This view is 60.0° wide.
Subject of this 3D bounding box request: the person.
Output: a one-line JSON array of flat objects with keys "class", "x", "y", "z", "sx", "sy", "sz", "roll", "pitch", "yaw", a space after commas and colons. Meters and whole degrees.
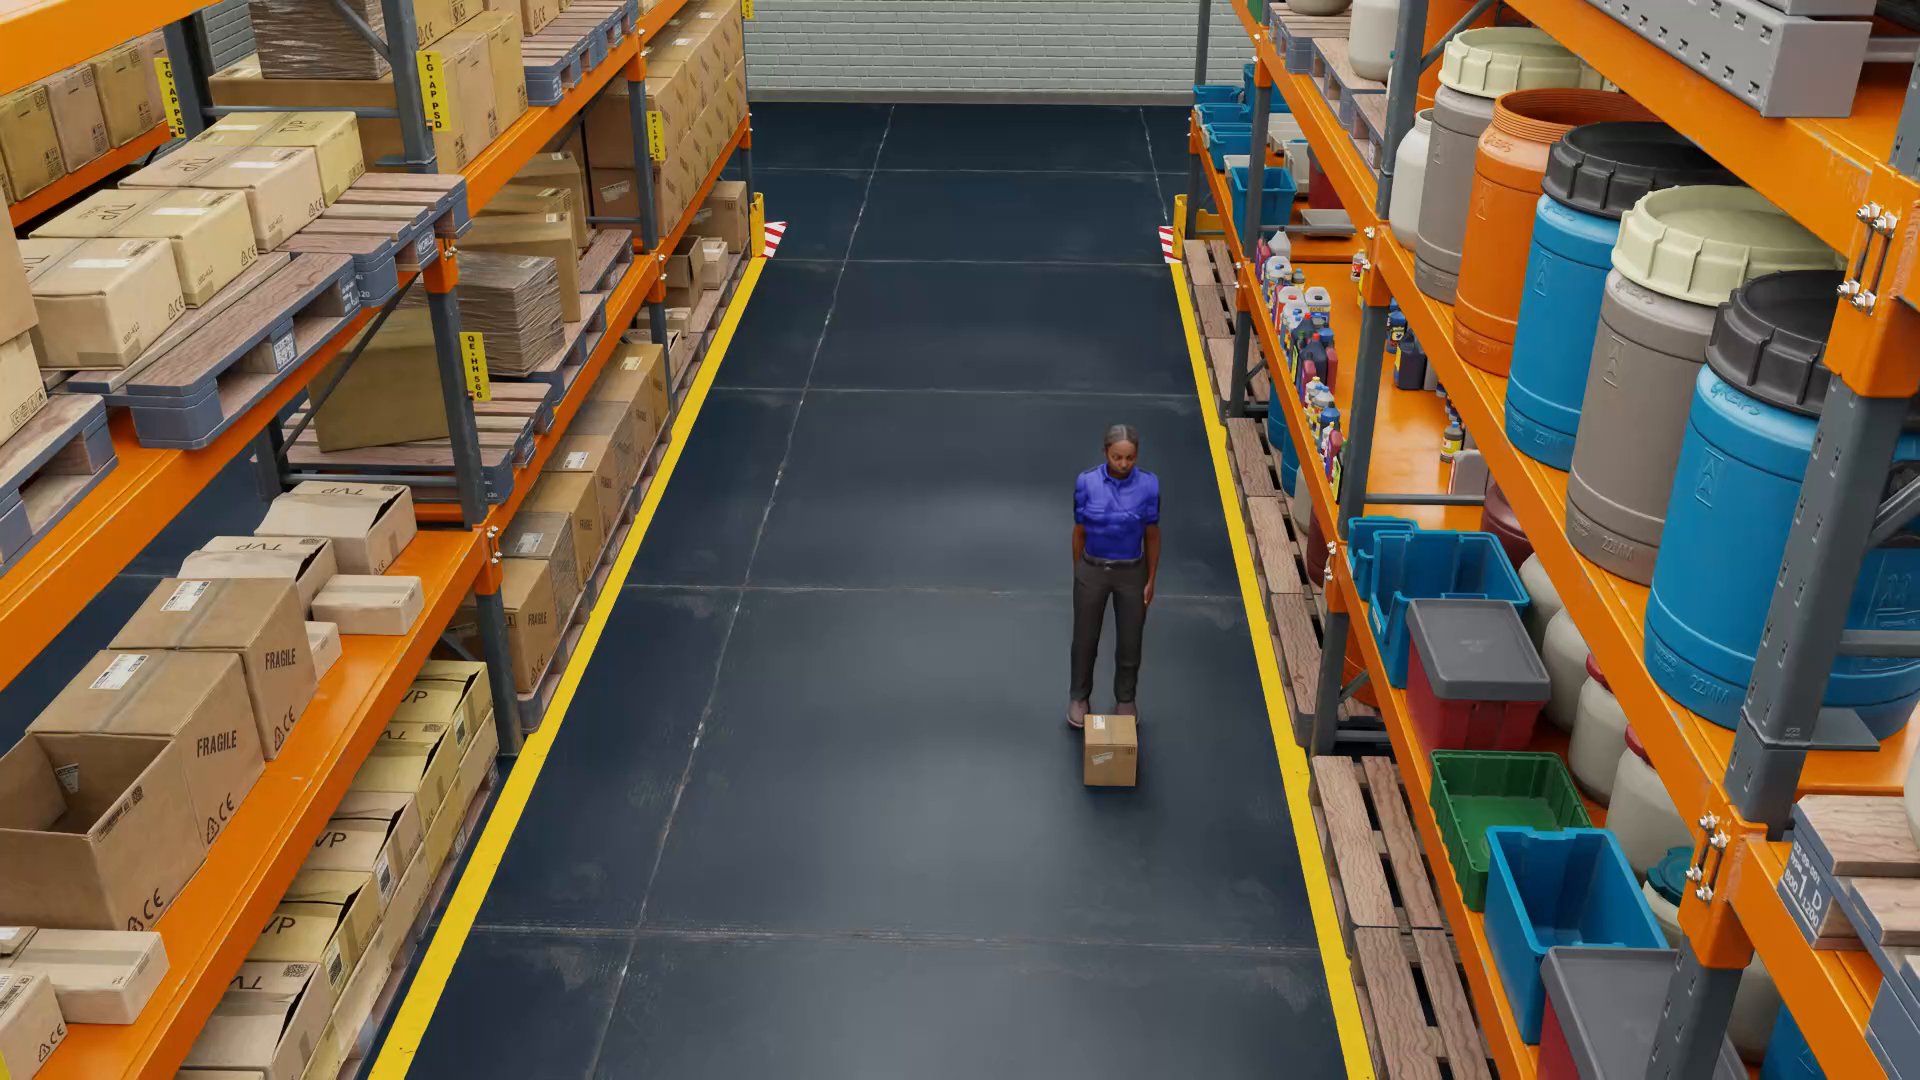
[{"class": "person", "x": 0.770, "y": 0.183, "z": 8.291, "sx": 0.437, "sy": 1.658, "sz": 0.300, "roll": 2, "pitch": 28, "yaw": 3}]
